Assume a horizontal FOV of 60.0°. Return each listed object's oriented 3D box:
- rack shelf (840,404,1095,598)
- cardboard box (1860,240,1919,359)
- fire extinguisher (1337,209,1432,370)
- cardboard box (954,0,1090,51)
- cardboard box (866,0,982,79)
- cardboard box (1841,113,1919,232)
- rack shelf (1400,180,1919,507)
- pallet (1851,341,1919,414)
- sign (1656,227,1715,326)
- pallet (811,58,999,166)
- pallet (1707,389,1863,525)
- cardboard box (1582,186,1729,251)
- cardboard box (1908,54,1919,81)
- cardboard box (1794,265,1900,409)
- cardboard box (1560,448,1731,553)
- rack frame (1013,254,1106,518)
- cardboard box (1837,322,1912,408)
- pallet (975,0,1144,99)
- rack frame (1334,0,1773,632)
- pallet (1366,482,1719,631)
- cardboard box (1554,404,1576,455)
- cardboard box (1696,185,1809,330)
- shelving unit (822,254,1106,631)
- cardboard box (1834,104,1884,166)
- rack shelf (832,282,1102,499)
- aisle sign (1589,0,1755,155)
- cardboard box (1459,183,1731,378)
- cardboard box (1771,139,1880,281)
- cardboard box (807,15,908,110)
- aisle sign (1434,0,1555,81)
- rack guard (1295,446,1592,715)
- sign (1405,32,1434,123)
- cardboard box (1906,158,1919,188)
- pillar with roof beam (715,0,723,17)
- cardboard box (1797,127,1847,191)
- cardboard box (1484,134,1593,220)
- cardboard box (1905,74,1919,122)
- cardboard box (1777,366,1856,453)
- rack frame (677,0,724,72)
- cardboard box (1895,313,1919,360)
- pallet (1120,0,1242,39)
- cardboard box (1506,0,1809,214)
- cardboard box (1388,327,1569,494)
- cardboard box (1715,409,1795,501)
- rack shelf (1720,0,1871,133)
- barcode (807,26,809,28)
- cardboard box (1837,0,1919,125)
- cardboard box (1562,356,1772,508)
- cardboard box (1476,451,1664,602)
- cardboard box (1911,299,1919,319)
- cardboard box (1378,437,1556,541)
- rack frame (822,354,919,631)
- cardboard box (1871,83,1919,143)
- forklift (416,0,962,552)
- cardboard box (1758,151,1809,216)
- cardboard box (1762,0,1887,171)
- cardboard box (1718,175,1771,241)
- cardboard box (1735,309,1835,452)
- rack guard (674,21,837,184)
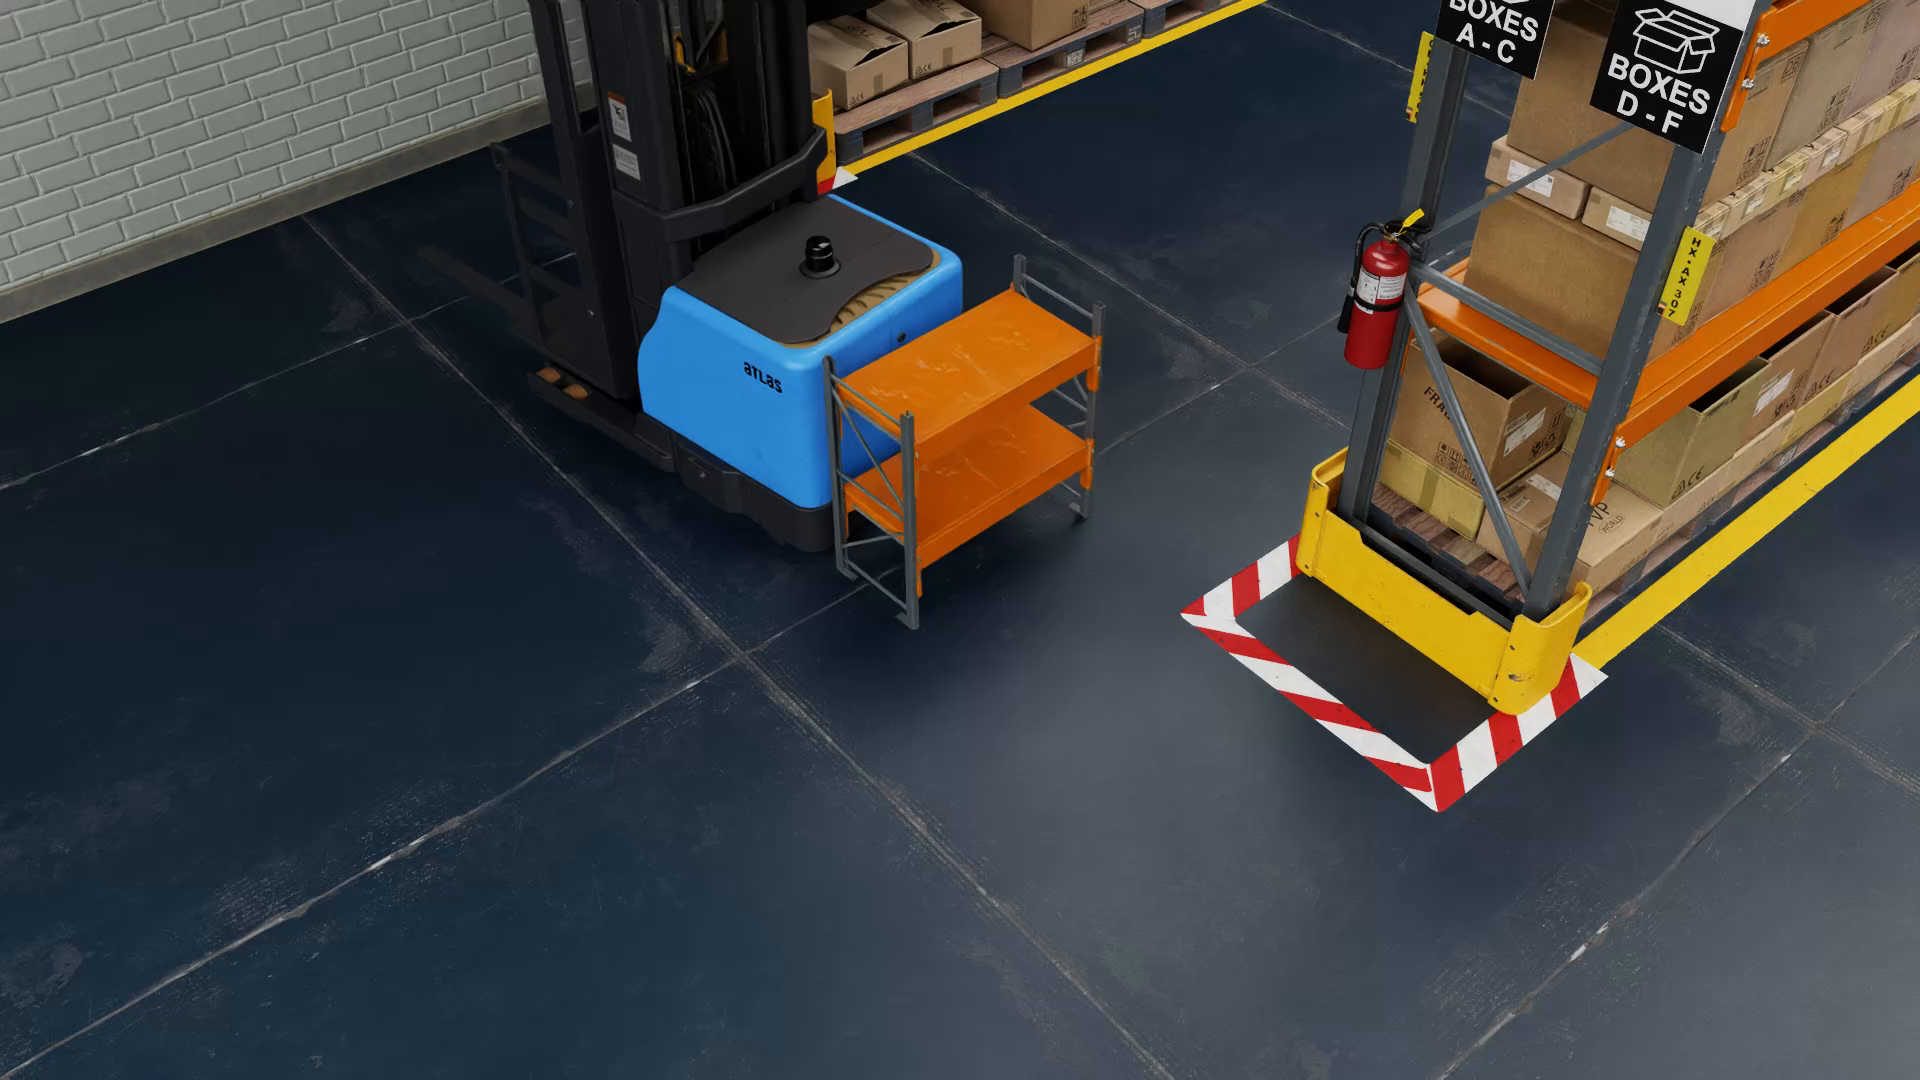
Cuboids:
[{"bbox_3d":[0.027,-0.226,7.026,1.000,0.278,0.538,-32,52,-30],"label":"rack shelf"},{"bbox_3d":[4.020,-1.208,7.499,0.500,0.500,0.500,-30,51,-28],"label":"cardboard box"},{"bbox_3d":[1.551,-0.944,6.121,0.183,0.674,0.296,-30,51,-28],"label":"fire extinguisher"},{"bbox_3d":[0.379,-3.432,10.218,0.500,0.500,0.700,-33,52,-30],"label":"cardboard box"},{"bbox_3d":[-0.216,-3.067,9.968,0.500,0.311,0.500,-26,49,-25],"label":"cardboard box"},{"bbox_3d":[3.491,-1.697,6.792,0.500,0.500,0.700,-28,50,-27],"label":"cardboard box"},{"bbox_3d":[3.473,-1.397,7.072,4.000,0.370,1.077,-30,51,-28],"label":"rack shelf"},{"bbox_3d":[4.371,-1.194,8.367,1.213,0.211,1.003,-30,51,-28],"label":"pallet"},{"bbox_3d":[2.291,-0.831,5.253,0.005,0.325,0.100,-30,51,-28],"label":"sign"},{"bbox_3d":[-0.538,-2.735,10.008,1.213,0.211,1.003,-30,51,-28],"label":"pallet"},{"bbox_3d":[3.434,-0.655,7.793,1.213,0.211,1.003,-30,51,-28],"label":"pallet"},{"bbox_3d":[2.378,-1.113,5.697,0.250,0.149,0.380,-30,51,-28],"label":"cardboard box"},{"bbox_3d":[3.516,-2.187,6.367,0.500,0.500,0.700,-30,51,-28],"label":"cardboard box"},{"bbox_3d":[3.646,-0.981,7.257,0.500,0.500,0.500,-30,51,-28],"label":"cardboard box"},{"bbox_3d":[2.875,-0.272,7.050,0.500,0.250,0.500,-30,51,-28],"label":"cardboard box"},{"bbox_3d":[0.402,-0.639,7.109,0.032,1.125,0.500,-32,52,-30],"label":"rack frame"},{"bbox_3d":[4.028,-0.928,7.749,0.500,0.250,0.500,-30,51,-28],"label":"cardboard box"},{"bbox_3d":[0.398,-3.268,10.576,1.213,0.211,1.003,-30,51,-28],"label":"pallet"},{"bbox_3d":[1.939,-0.780,5.890,0.127,3.000,1.000,-30,51,-28],"label":"rack frame"},{"bbox_3d":[2.499,-0.122,7.226,1.213,0.211,1.003,-30,51,-28],"label":"pallet"},{"bbox_3d":[2.537,-0.548,7.344,0.500,0.250,0.500,-30,51,-28],"label":"cardboard box"},{"bbox_3d":[2.705,-1.248,6.315,0.500,0.500,0.700,-28,50,-27],"label":"cardboard box"},{"bbox_3d":[0.027,-0.404,6.859,1.048,1.125,0.538,-32,52,-30],"label":"shelving unit"},{"bbox_3d":[3.169,-1.567,6.180,0.250,0.149,0.380,-32,52,-29],"label":"cardboard box"},{"bbox_3d":[0.027,-0.618,6.658,1.000,0.278,0.538,-32,52,-30],"label":"rack shelf"},{"bbox_3d":[2.085,-1.538,4.798,0.004,0.787,0.394,-30,51,-28],"label":"aisle sign"},{"bbox_3d":[2.306,-1.015,6.067,0.500,0.500,0.700,-30,51,-28],"label":"cardboard box"},{"bbox_3d":[3.090,-1.463,6.544,0.500,0.500,0.700,-29,51,-28],"label":"cardboard box"},{"bbox_3d":[-0.653,-2.817,9.701,0.500,0.311,0.500,33,52,30],"label":"cardboard box"},{"bbox_3d":[1.701,-1.853,5.133,0.004,0.787,0.394,-30,51,-28],"label":"aisle sign"},{"bbox_3d":[1.921,0.141,6.734,0.348,0.500,1.175,-30,51,-28],"label":"rack guard"},{"bbox_3d":[1.602,-1.580,5.722,0.005,0.325,0.100,-30,51,-28],"label":"sign"},{"bbox_3d":[3.883,-1.922,7.033,0.500,0.500,0.700,-29,50,-27],"label":"cardboard box"},{"bbox_3d":[1.502,-4.068,5.008,0.400,9.000,9.100,-30,51,-28],"label":"pillar with roof beam"},{"bbox_3d":[2.966,-1.449,6.054,0.250,0.149,0.380,-31,51,-28],"label":"cardboard box"},{"bbox_3d":[2.110,-1.321,5.919,0.250,0.149,0.380,-31,51,-28],"label":"cardboard box"},{"bbox_3d":[3.558,-1.787,6.415,0.250,0.149,0.380,-29,51,-28],"label":"cardboard box"},{"bbox_3d":[3.645,-0.708,7.514,0.500,0.250,0.500,-30,51,-28],"label":"cardboard box"},{"bbox_3d":[-1.242,-3.380,8.658,0.127,3.000,1.000,-30,51,-28],"label":"rack frame"},{"bbox_3d":[4.402,-1.155,7.991,0.500,0.250,0.500,-30,51,-28],"label":"cardboard box"},{"bbox_3d":[1.334,-3.807,11.149,1.213,0.211,1.003,-30,51,-28],"label":"pallet"},{"bbox_3d":[2.346,-1.511,5.648,0.500,0.500,0.700,-30,51,-28],"label":"cardboard box"},{"bbox_3d":[2.160,-0.596,6.848,0.500,0.500,0.500,-30,51,-28],"label":"cardboard box"},{"bbox_3d":[3.258,-0.491,7.283,0.500,0.250,0.500,-30,51,-28],"label":"cardboard box"},{"bbox_3d":[3.473,-2.490,6.045,4.000,0.370,1.077,-30,51,-28],"label":"rack shelf"},{"bbox_3d":[-0.896,-3.038,9.930,0.075,0.075,0.001,-30,51,-28],"label":"barcode"},{"bbox_3d":[3.132,-1.967,6.133,0.500,0.500,0.700,-30,51,-28],"label":"cardboard box"},{"bbox_3d":[2.876,-0.544,6.792,0.500,0.500,0.500,-30,51,-28],"label":"cardboard box"},{"bbox_3d":[2.493,-0.050,6.814,0.500,0.250,0.500,-30,51,-28],"label":"cardboard box"},{"bbox_3d":[4.401,-1.430,7.735,0.500,0.500,0.500,-30,51,-28],"label":"cardboard box"},{"bbox_3d":[2.161,-0.322,7.103,0.500,0.250,0.500,-30,51,-28],"label":"cardboard box"},{"bbox_3d":[-0.348,-0.169,6.608,0.032,1.125,0.500,-32,52,-30],"label":"rack frame"},{"bbox_3d":[3.365,-1.679,6.300,0.250,0.149,0.380,-30,51,-28],"label":"cardboard box"},{"bbox_3d":[-1.420,-1.882,7.113,3.031,2.935,1.130,31,51,28],"label":"forklift"},{"bbox_3d":[2.771,-1.339,5.938,0.250,0.149,0.380,-30,51,-28],"label":"cardboard box"},{"bbox_3d":[2.746,-1.745,5.897,0.500,0.500,0.700,-31,51,-29],"label":"cardboard box"},{"bbox_3d":[2.579,-1.230,5.822,0.250,0.149,0.380,-31,51,-29],"label":"cardboard box"},{"bbox_3d":[3.251,-0.770,7.033,0.500,0.500,0.500,-30,51,-28],"label":"cardboard box"},{"bbox_3d":[-1.184,-2.502,9.549,0.348,0.500,1.175,-30,51,-28],"label":"rack guard"}]
